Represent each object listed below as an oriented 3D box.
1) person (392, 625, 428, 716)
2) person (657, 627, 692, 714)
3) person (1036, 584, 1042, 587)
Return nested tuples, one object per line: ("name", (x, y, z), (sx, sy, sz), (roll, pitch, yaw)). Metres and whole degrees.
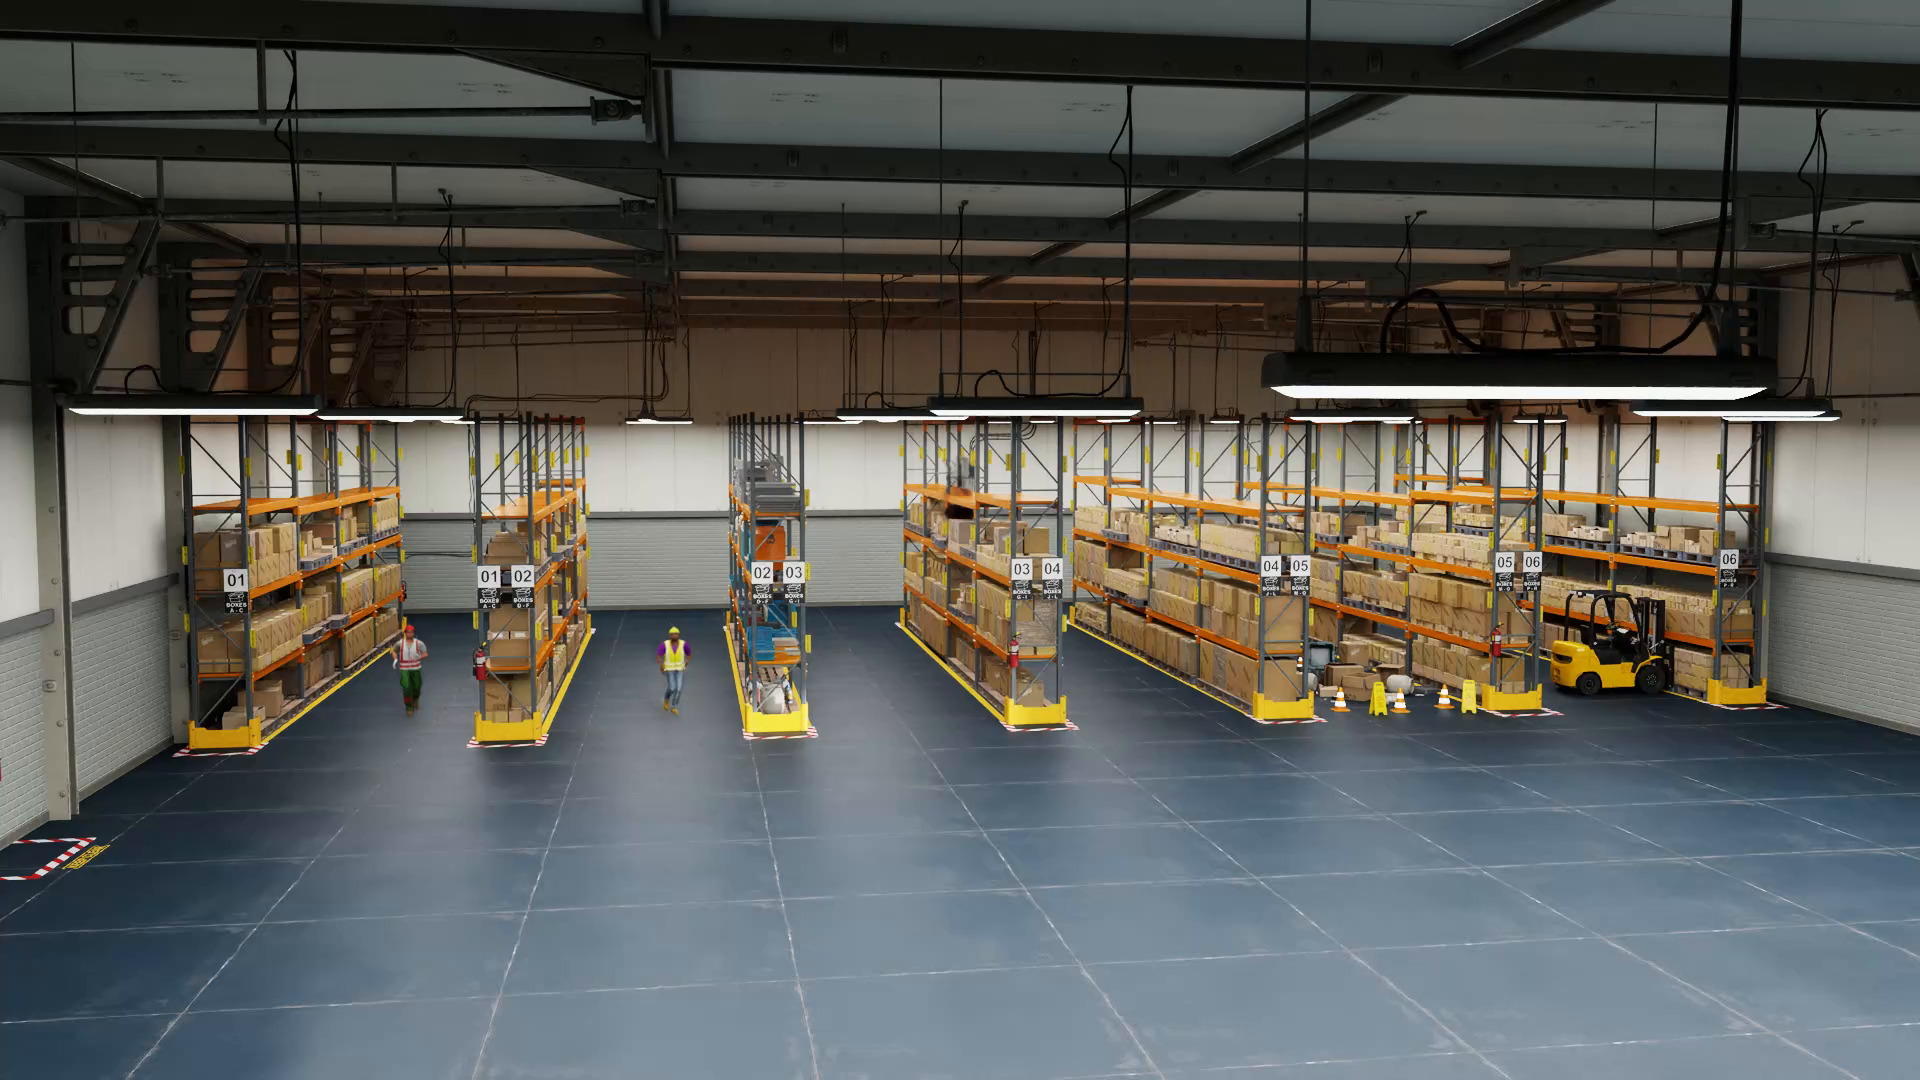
("person", (-10.916, 2.574, 33.026), (0.665, 1.768, 0.981), (-1, 4, -20))
("person", (-5.674, 2.604, 33.169), (0.682, 1.729, 0.599), (-1, 4, -18))
("person", (1.951, 1.783, 41.008), (0.665, 1.756, 0.603), (-1, 4, -15))
